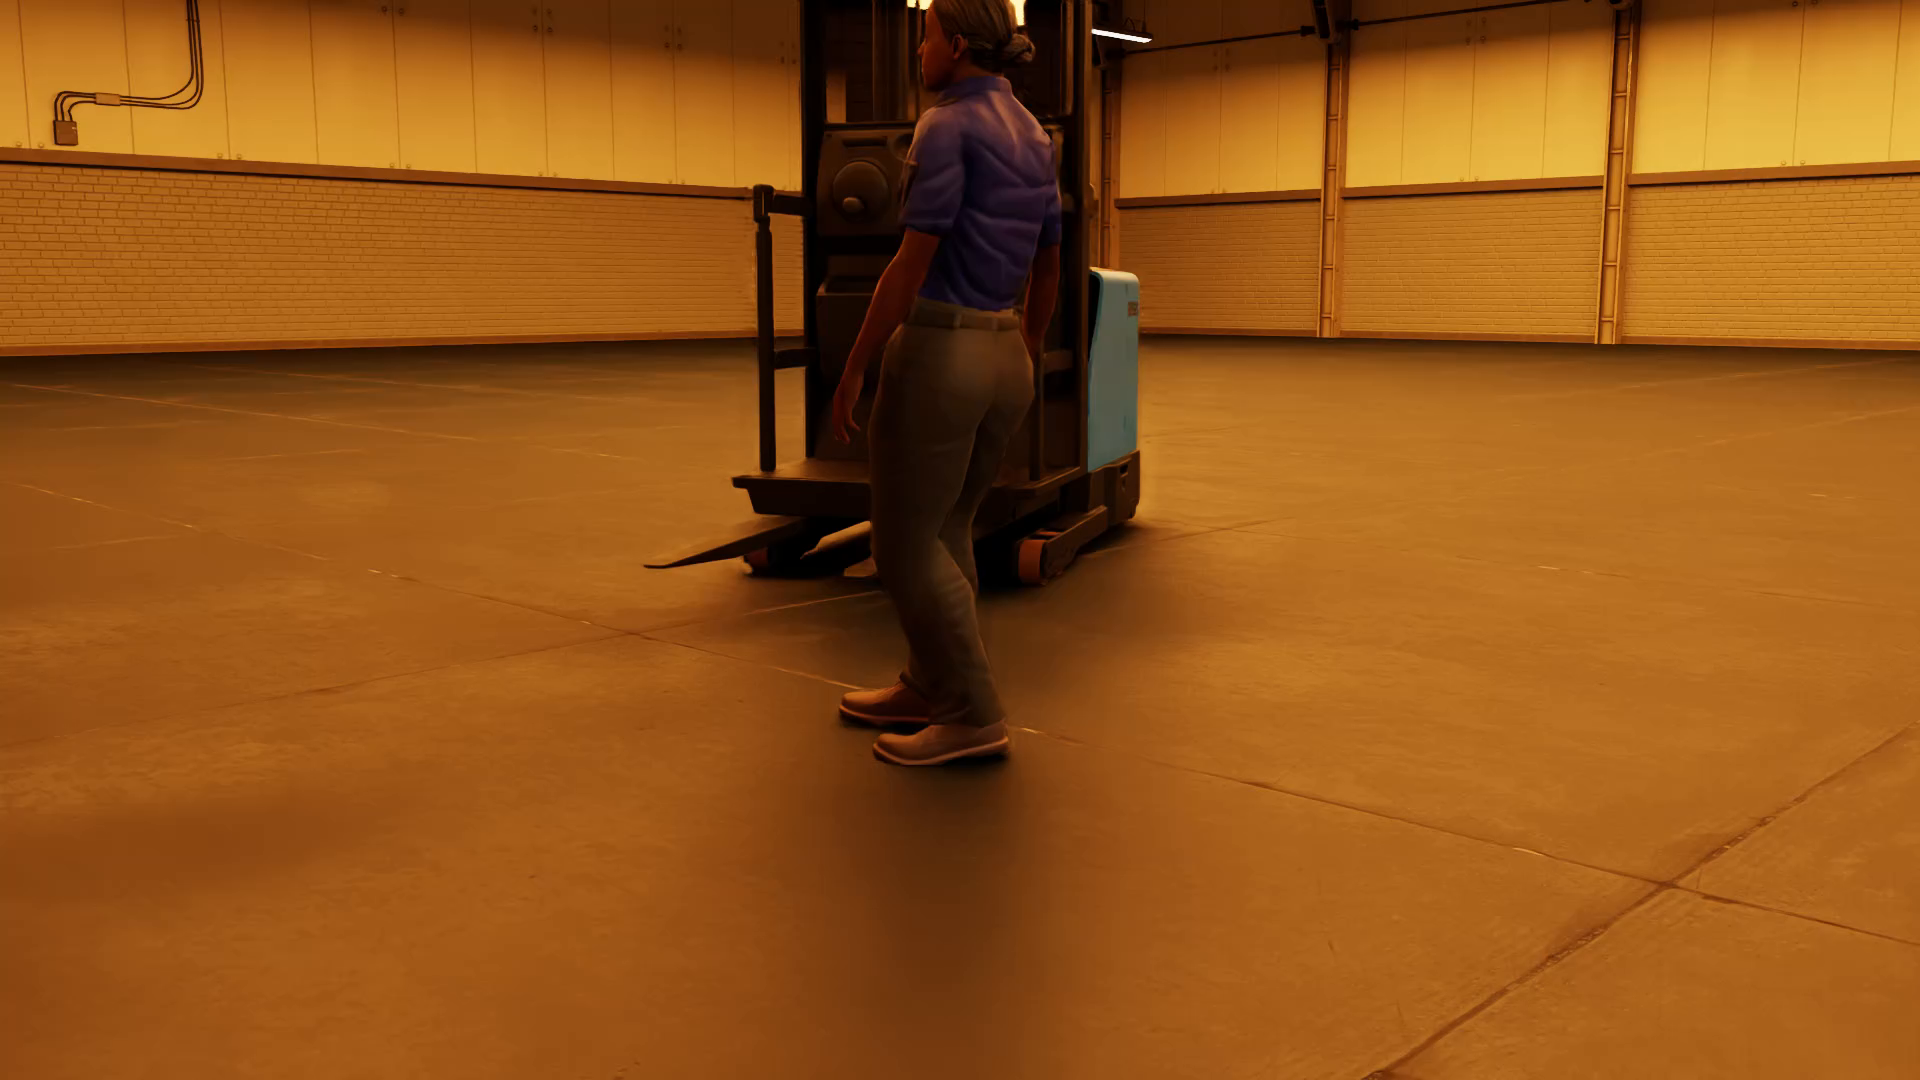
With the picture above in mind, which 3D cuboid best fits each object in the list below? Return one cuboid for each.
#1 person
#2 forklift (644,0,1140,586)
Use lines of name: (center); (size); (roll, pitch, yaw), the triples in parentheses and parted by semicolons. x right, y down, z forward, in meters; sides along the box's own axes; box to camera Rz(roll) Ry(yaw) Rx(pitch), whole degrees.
person: (-0.092, -0.347, 3.604); (0.575, 1.646, 0.580); (6, 10, 35)
forklift: (-0.137, -1.357, 5.884); (1.130, 2.935, 3.031); (3, 9, 17)
